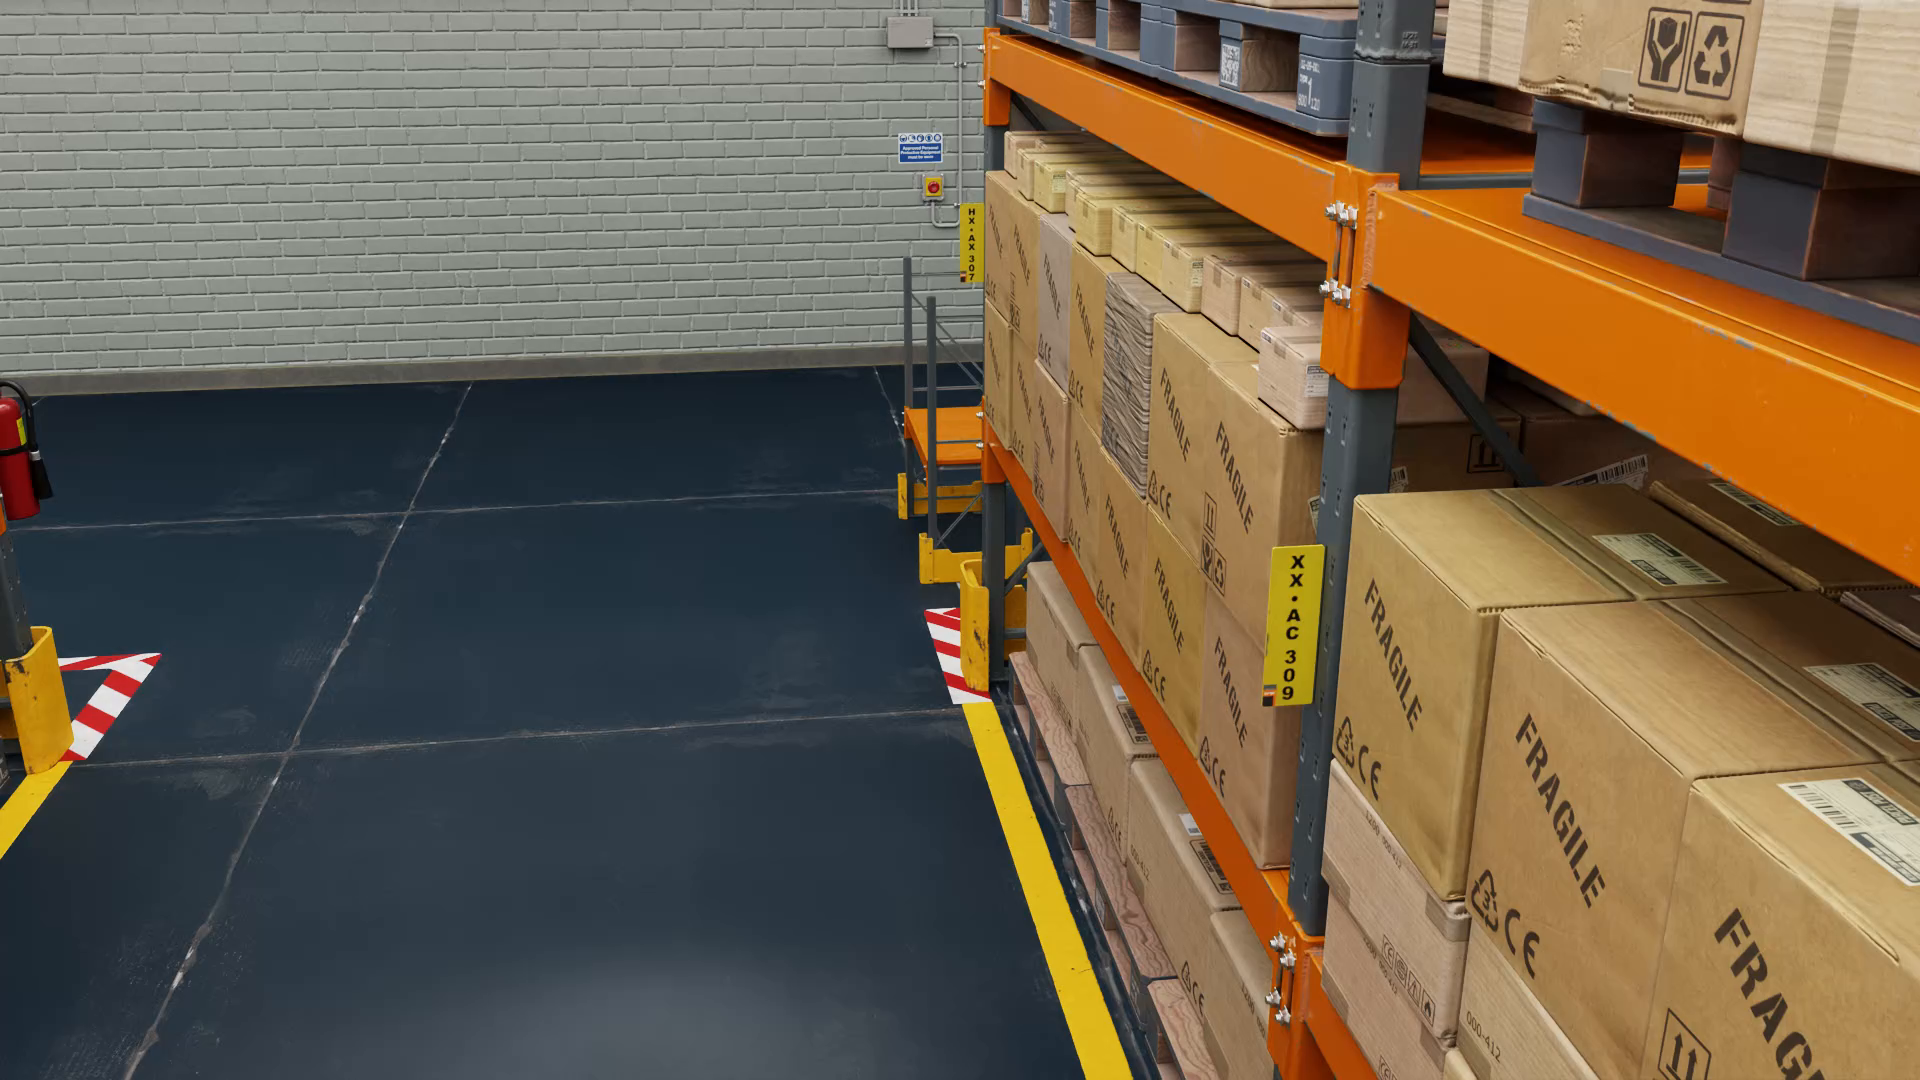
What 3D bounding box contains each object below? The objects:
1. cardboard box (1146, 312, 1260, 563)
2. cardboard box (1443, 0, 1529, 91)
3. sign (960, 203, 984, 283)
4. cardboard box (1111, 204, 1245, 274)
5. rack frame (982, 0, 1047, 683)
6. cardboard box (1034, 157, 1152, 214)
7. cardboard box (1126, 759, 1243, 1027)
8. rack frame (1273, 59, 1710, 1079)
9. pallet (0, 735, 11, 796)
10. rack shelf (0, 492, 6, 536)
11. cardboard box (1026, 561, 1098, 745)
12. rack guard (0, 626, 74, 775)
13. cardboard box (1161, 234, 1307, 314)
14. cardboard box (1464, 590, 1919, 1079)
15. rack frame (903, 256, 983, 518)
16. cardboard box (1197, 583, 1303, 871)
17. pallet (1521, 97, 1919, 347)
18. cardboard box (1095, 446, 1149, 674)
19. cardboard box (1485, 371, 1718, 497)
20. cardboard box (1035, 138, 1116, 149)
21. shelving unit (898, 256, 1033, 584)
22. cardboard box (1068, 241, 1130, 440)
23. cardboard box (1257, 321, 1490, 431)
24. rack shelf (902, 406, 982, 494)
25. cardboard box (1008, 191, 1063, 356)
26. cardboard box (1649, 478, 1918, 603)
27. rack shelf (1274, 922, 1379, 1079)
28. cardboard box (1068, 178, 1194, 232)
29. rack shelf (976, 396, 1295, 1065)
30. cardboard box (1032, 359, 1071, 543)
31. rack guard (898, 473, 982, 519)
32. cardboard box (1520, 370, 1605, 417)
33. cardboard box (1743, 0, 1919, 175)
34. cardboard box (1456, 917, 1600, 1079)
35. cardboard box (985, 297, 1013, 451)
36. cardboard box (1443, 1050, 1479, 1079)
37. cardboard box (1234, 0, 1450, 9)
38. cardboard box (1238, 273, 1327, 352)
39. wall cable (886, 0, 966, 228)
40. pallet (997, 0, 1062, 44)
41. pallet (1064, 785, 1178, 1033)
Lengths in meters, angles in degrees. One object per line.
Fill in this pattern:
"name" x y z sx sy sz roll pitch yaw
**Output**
"cardboard box" 0.770 -0.262 4.060 0.500 0.500 0.500 -3 21 -9
"cardboard box" 0.902 -0.770 2.295 0.396 0.266 0.258 -3 21 -8
"sign" 0.050 -1.223 6.854 0.100 0.325 0.005 -3 21 -8
"cardboard box" 0.645 -0.861 4.737 0.380 0.149 0.250 -3 21 -8
"rack frame" 0.600 -0.807 7.089 1.000 3.000 0.127 -3 21 -8
"cardboard box" 0.465 -1.216 5.685 0.380 0.149 0.250 -4 21 -10
"cardboard box" 1.063 1.049 5.182 0.875 0.438 0.875 -4 21 -9
"rack frame" 1.177 0.578 3.381 1.000 3.000 0.127 -3 21 -8
"pallet" -4.191 1.094 5.986 1.003 0.211 1.213 -3 21 -8
"rack shelf" -3.995 0.508 4.598 1.077 0.370 4.000 -3 21 -8
"cardboard box" 0.794 0.420 6.865 0.875 0.438 0.875 -4 21 -10
"rack guard" -4.273 0.675 6.693 1.175 0.500 0.348 -3 21 -8
"cardboard box" 0.734 -0.687 4.268 0.380 0.149 0.250 -3 21 -8
"cardboard box" 1.056 0.405 2.274 0.500 0.500 0.500 -3 21 -8
"rack frame" -0.061 -0.849 9.346 0.500 1.500 0.032 -3 21 -8
"cardboard box" 0.857 0.384 3.758 0.500 0.500 0.500 -3 21 -7
"pallet" 1.358 -0.422 2.046 0.805 0.209 1.217 -4 21 -10
"cardboard box" 0.690 0.033 4.699 0.500 0.500 0.500 -3 21 -9
"cardboard box" 1.348 -0.114 3.662 0.500 0.500 0.500 -3 21 -7
"cardboard box" 0.486 -1.402 6.183 0.380 0.149 0.250 -2 21 -6
"shelving unit" 0.011 -0.676 8.883 0.587 1.500 1.083 -3 21 -8
"cardboard box" 0.623 -0.612 4.996 0.500 0.500 0.500 -3 21 -8
"cardboard box" 0.817 -0.331 3.317 0.380 0.149 0.250 -3 21 -9
"rack shelf" 0.012 -0.505 8.938 0.538 0.185 1.000 -3 21 -8
"cardboard box" 0.469 -0.963 5.935 0.500 0.500 0.500 -3 21 -9
"cardboard box" 1.490 0.205 2.808 0.500 0.500 0.500 -2 21 -6
"rack shelf" 1.465 1.608 1.652 1.077 0.370 4.000 -3 21 -8
"cardboard box" 0.550 -1.039 5.212 0.380 0.149 0.250 -3 21 -7
"rack shelf" 0.888 0.223 5.360 1.077 0.370 4.000 -3 21 -8
"cardboard box" 0.541 -0.322 5.648 0.500 0.500 0.500 -3 21 -8
"rack guard" -0.061 -0.263 9.563 0.587 0.250 0.087 -3 21 -8
"cardboard box" 1.388 -0.363 3.402 0.380 0.149 0.250 -3 21 -9
"cardboard box" 1.013 -0.458 1.603 0.380 0.166 0.250 -4 21 -11
"cardboard box" 1.064 0.760 2.394 0.500 0.250 0.500 -3 21 -7
"cardboard box" 0.385 -0.673 6.587 0.500 0.500 0.500 -3 21 -8
"cardboard box" 1.055 0.993 2.484 0.500 0.250 0.500 -3 21 -9
"cardboard box" 0.768 -1.212 3.337 0.396 0.266 0.258 -2 21 -6
"cardboard box" 0.860 -0.515 3.809 0.380 0.149 0.250 -3 21 -8
"wall cable" -0.236 -3.248 12.129 0.585 1.953 0.123 -3 21 -8
"pallet" 0.717 -1.914 5.893 1.003 0.211 1.213 -3 21 -8
"pallet" 0.965 1.194 5.717 1.003 0.211 1.213 -3 21 -8
